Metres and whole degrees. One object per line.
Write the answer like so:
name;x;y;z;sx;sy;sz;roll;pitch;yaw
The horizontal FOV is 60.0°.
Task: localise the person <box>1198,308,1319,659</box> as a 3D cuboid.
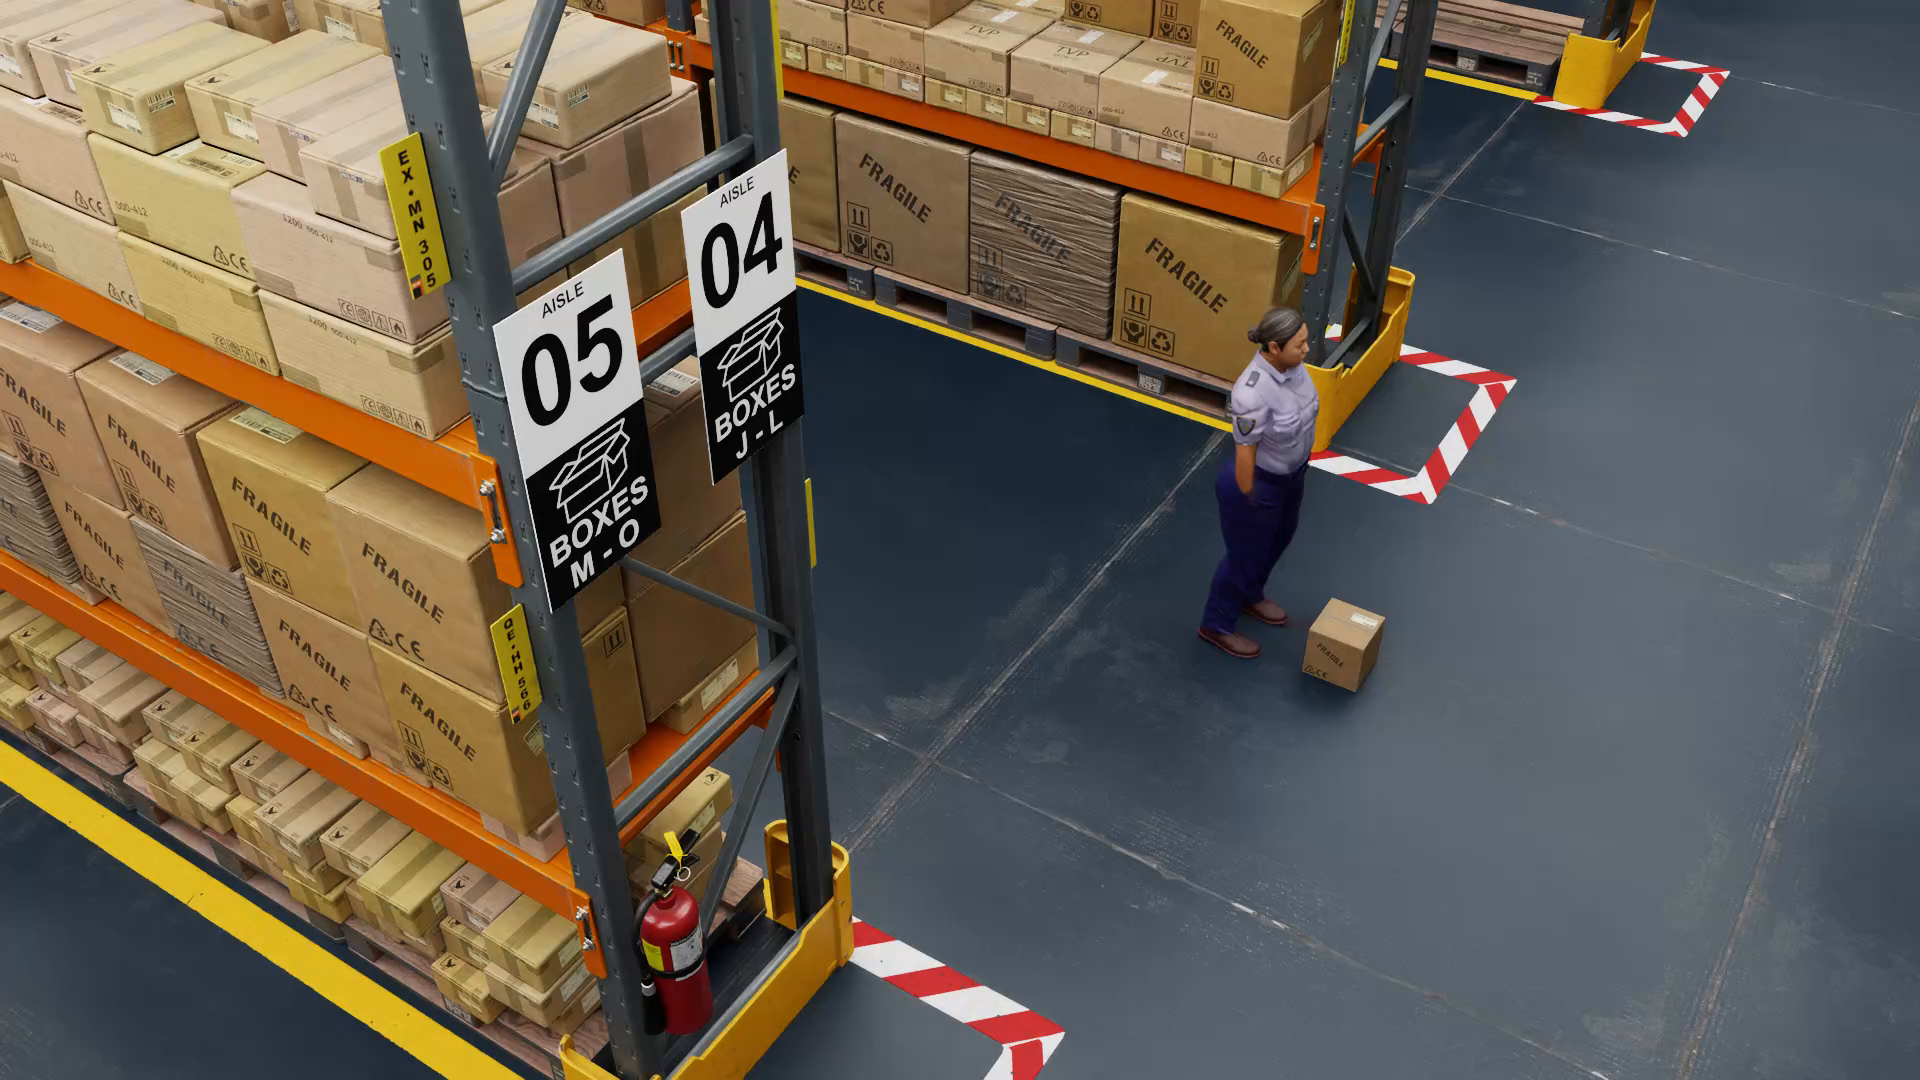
person;1.290;-0.256;7.020;0.341;1.645;0.471;23;44;26
